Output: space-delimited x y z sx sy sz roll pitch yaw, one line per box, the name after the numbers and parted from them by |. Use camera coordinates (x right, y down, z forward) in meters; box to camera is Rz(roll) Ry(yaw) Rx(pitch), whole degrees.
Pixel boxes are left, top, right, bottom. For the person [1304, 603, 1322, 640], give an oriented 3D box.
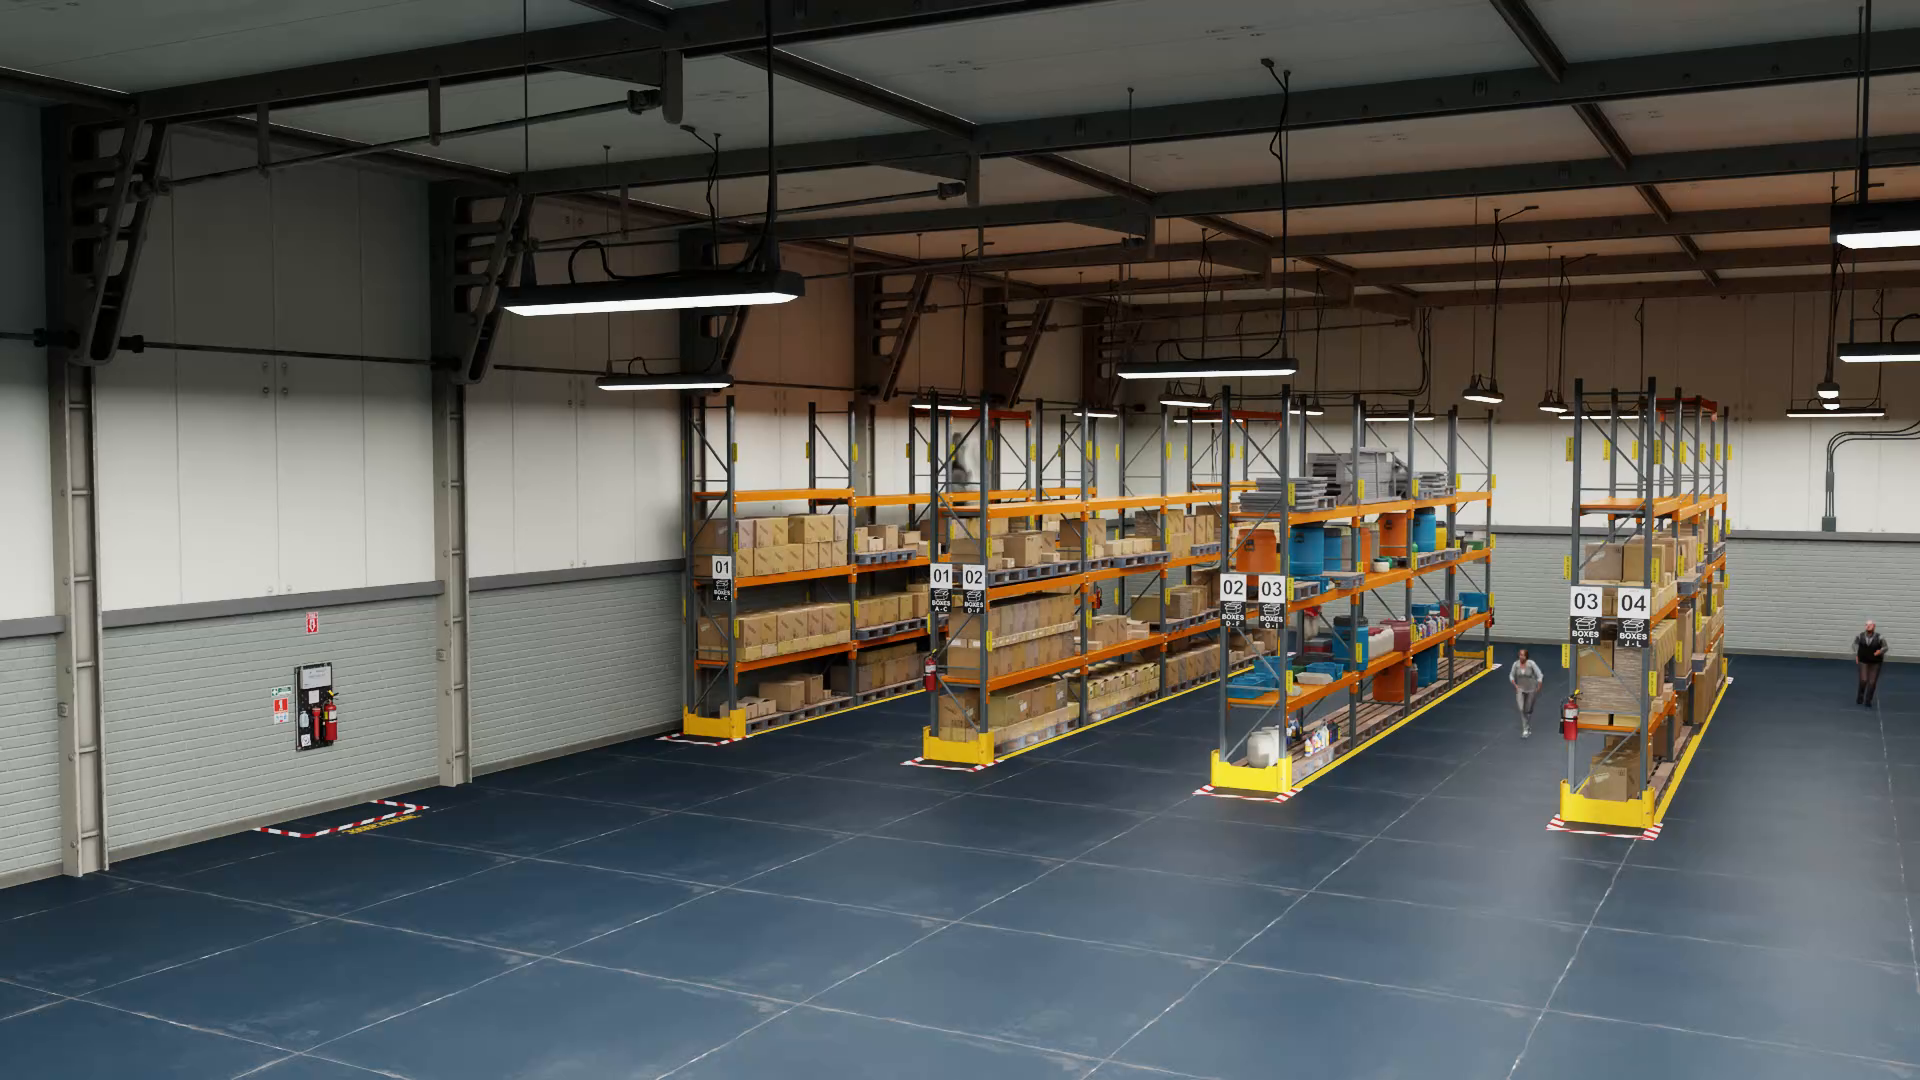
8.735 2.017 41.413 0.651 1.679 0.738 0 3 -3 | person

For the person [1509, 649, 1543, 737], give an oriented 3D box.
10.045 2.695 29.518 0.568 1.564 0.664 1 3 25 | person

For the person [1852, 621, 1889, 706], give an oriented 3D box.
17.874 2.428 32.667 0.640 1.690 0.637 2 3 31 | person
